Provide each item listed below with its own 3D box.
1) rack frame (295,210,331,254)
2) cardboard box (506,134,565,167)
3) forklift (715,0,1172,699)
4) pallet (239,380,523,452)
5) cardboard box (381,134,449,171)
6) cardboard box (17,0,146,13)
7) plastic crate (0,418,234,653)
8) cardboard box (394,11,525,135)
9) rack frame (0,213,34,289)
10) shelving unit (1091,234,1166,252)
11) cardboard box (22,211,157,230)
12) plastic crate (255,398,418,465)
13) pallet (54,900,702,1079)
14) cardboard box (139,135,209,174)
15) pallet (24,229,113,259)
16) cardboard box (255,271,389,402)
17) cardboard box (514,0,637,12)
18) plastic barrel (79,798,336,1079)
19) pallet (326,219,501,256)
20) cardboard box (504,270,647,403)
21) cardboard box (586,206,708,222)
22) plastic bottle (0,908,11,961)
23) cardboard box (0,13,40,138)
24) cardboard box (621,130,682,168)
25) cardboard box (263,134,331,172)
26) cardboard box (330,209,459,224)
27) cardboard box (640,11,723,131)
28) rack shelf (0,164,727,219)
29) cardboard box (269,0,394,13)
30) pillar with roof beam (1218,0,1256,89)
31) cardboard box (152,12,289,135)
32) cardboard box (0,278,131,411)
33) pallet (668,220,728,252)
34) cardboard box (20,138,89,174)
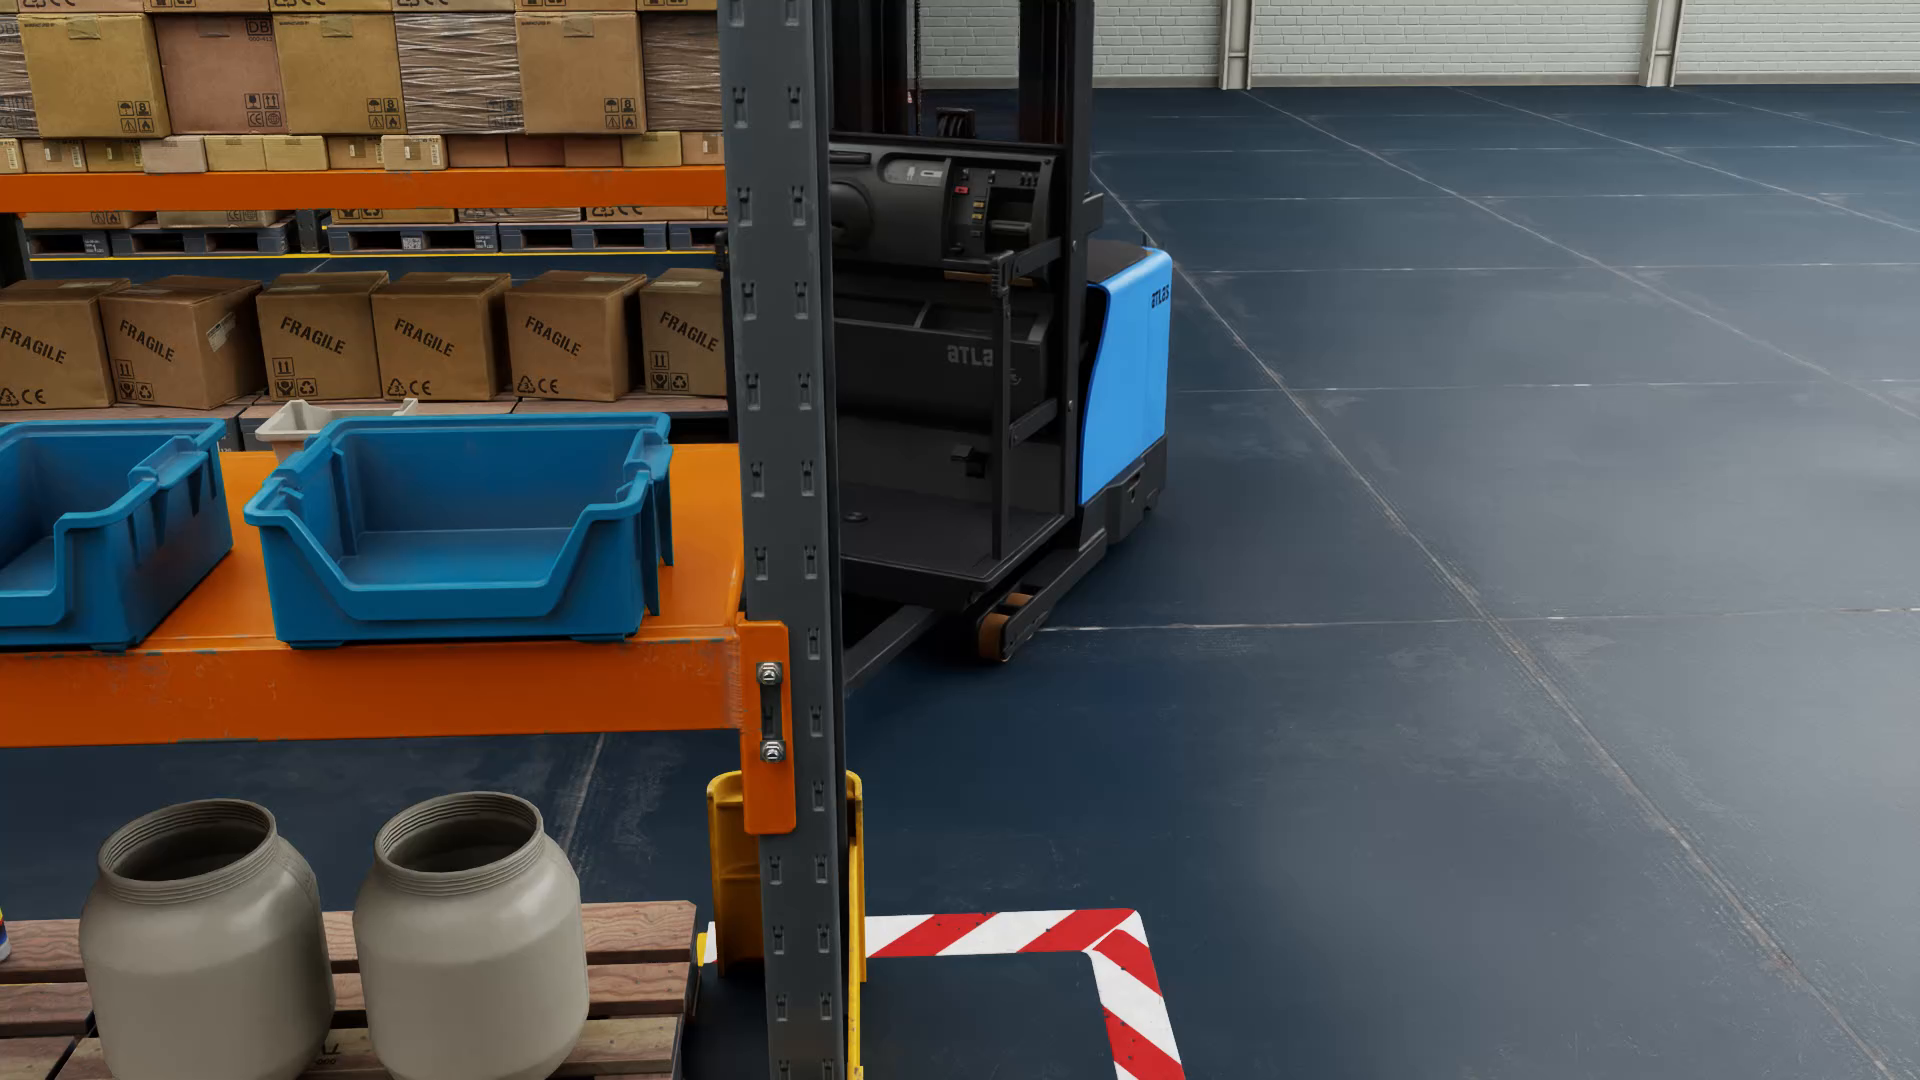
[{"bbox_3d":[-4.753,-3.659,12.015,0.127,3.000,1.000,-1,21,-3],"label":"rack frame"},{"bbox_3d":[-1.849,-1.761,7.384,0.250,0.149,0.380,-1,21,-3],"label":"cardboard box"},{"bbox_3d":[-0.209,-1.136,5.484,1.130,2.935,3.031,9,23,23],"label":"forklift"},{"bbox_3d":[-2.681,-0.643,8.014,1.213,0.211,1.003,-1,21,-3],"label":"pallet"},{"bbox_3d":[-2.341,-1.712,7.254,0.250,0.149,0.380,-1,21,-3],"label":"cardboard box"},{"bbox_3d":[-3.608,-2.477,6.948,0.500,0.500,0.500,-1,21,-3],"label":"cardboard box"},{"bbox_3d":[-1.426,-0.019,2.665,0.408,0.251,0.499,-1,21,-3],"label":"plastic crate"},{"bbox_3d":[-2.122,-2.113,7.396,0.500,0.500,0.875,-1,21,-3],"label":"cardboard box"},{"bbox_3d":[-4.571,-1.895,7.382,0.127,3.000,1.000,-1,21,-3],"label":"rack frame"},{"bbox_3d":[0.707,-0.769,7.164,0.252,1.050,0.215,-8,22,-19],"label":"shelving unit"},{"bbox_3d":[-6.331,-2.741,12.175,0.750,0.750,1.050,-1,21,-3],"label":"cardboard box"},{"bbox_3d":[-1.206,-0.189,3.273,0.250,0.136,0.298,-1,21,-3],"label":"plastic crate"},{"bbox_3d":[-1.179,1.120,3.384,1.213,0.211,1.003,-1,21,-3],"label":"pallet"},{"bbox_3d":[-3.339,-1.689,7.195,0.250,0.149,0.380,-1,21,-3],"label":"cardboard box"},{"bbox_3d":[-6.740,-2.287,12.332,1.213,0.211,1.003,-1,21,-3],"label":"pallet"},{"bbox_3d":[-2.982,-0.971,7.880,0.500,0.500,0.500,-3,21,-8],"label":"cardboard box"},{"bbox_3d":[-1.611,-2.518,7.054,0.500,0.500,0.500,-1,21,-3],"label":"cardboard box"},{"bbox_3d":[-1.447,0.801,3.208,0.421,0.512,0.421,0,21,0],"label":"plastic barrel"},{"bbox_3d":[-3.989,-2.343,12.479,1.213,0.211,1.003,-1,21,-3],"label":"pallet"},{"bbox_3d":[-1.796,-0.973,7.883,0.500,0.500,0.500,4,21,11],"label":"cardboard box"},{"bbox_3d":[-2.311,-2.887,12.385,0.875,0.875,0.875,-1,21,-4],"label":"cardboard box"},{"bbox_3d":[-2.122,0.779,3.575,0.097,0.271,0.097,0,21,0],"label":"plastic bottle"},{"bbox_3d":[-4.118,-2.068,7.277,0.500,0.500,0.875,-1,21,-3],"label":"cardboard box"},{"bbox_3d":[-1.346,-1.751,7.358,0.250,0.149,0.380,-1,21,-3],"label":"cardboard box"},{"bbox_3d":[-2.842,-1.710,7.250,0.250,0.149,0.380,-1,21,-3],"label":"cardboard box"},{"bbox_3d":[-4.121,-2.850,12.286,0.875,0.875,0.875,-1,21,-2],"label":"cardboard box"},{"bbox_3d":[-1.128,-2.160,7.521,0.500,0.500,0.875,-1,21,-3],"label":"cardboard box"},{"bbox_3d":[-2.574,-1.599,7.616,4.000,0.370,1.077,-1,21,-3],"label":"rack shelf"},{"bbox_3d":[-2.610,-2.501,7.011,0.500,0.500,0.500,-1,21,-3],"label":"cardboard box"},{"bbox_3d":[4.060,-8.962,17.512,0.400,9.000,9.100,-1,21,-3],"label":"pillar with roof beam"},{"bbox_3d":[-3.123,-2.111,7.392,0.500,0.500,0.875,-1,21,-3],"label":"cardboard box"},{"bbox_3d":[-4.169,-0.917,7.736,0.500,0.500,0.500,-2,21,-5],"label":"cardboard box"},{"bbox_3d":[-1.553,-2.393,12.609,1.213,0.211,1.003,-1,21,-3],"label":"pallet"},{"bbox_3d":[-3.840,-1.690,7.197,0.250,0.149,0.380,-1,21,-3],"label":"cardboard box"}]
